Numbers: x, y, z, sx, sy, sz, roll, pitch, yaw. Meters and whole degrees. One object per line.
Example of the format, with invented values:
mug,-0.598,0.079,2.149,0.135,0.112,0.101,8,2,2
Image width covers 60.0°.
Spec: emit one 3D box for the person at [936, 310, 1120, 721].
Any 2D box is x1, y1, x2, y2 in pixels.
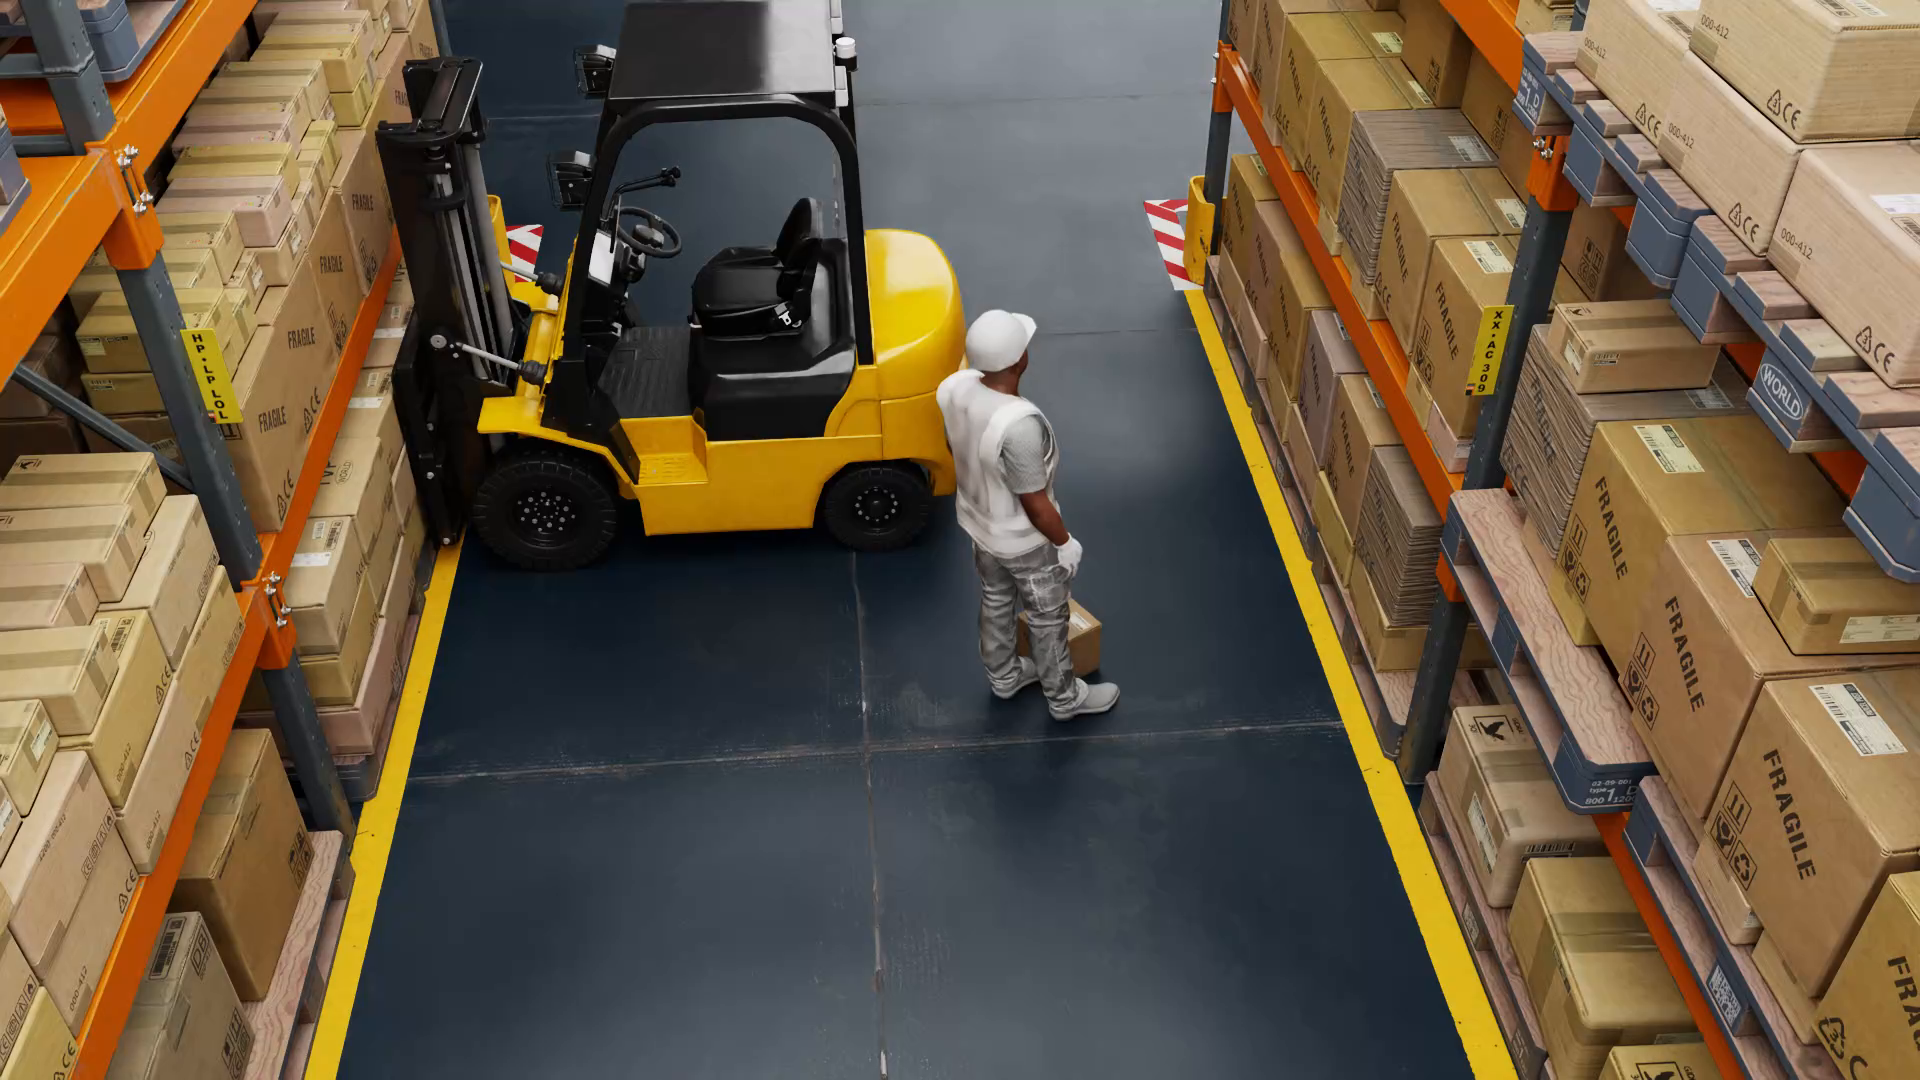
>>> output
person,0.256,-0.099,6.247,0.577,1.782,0.652,-23,44,-26
